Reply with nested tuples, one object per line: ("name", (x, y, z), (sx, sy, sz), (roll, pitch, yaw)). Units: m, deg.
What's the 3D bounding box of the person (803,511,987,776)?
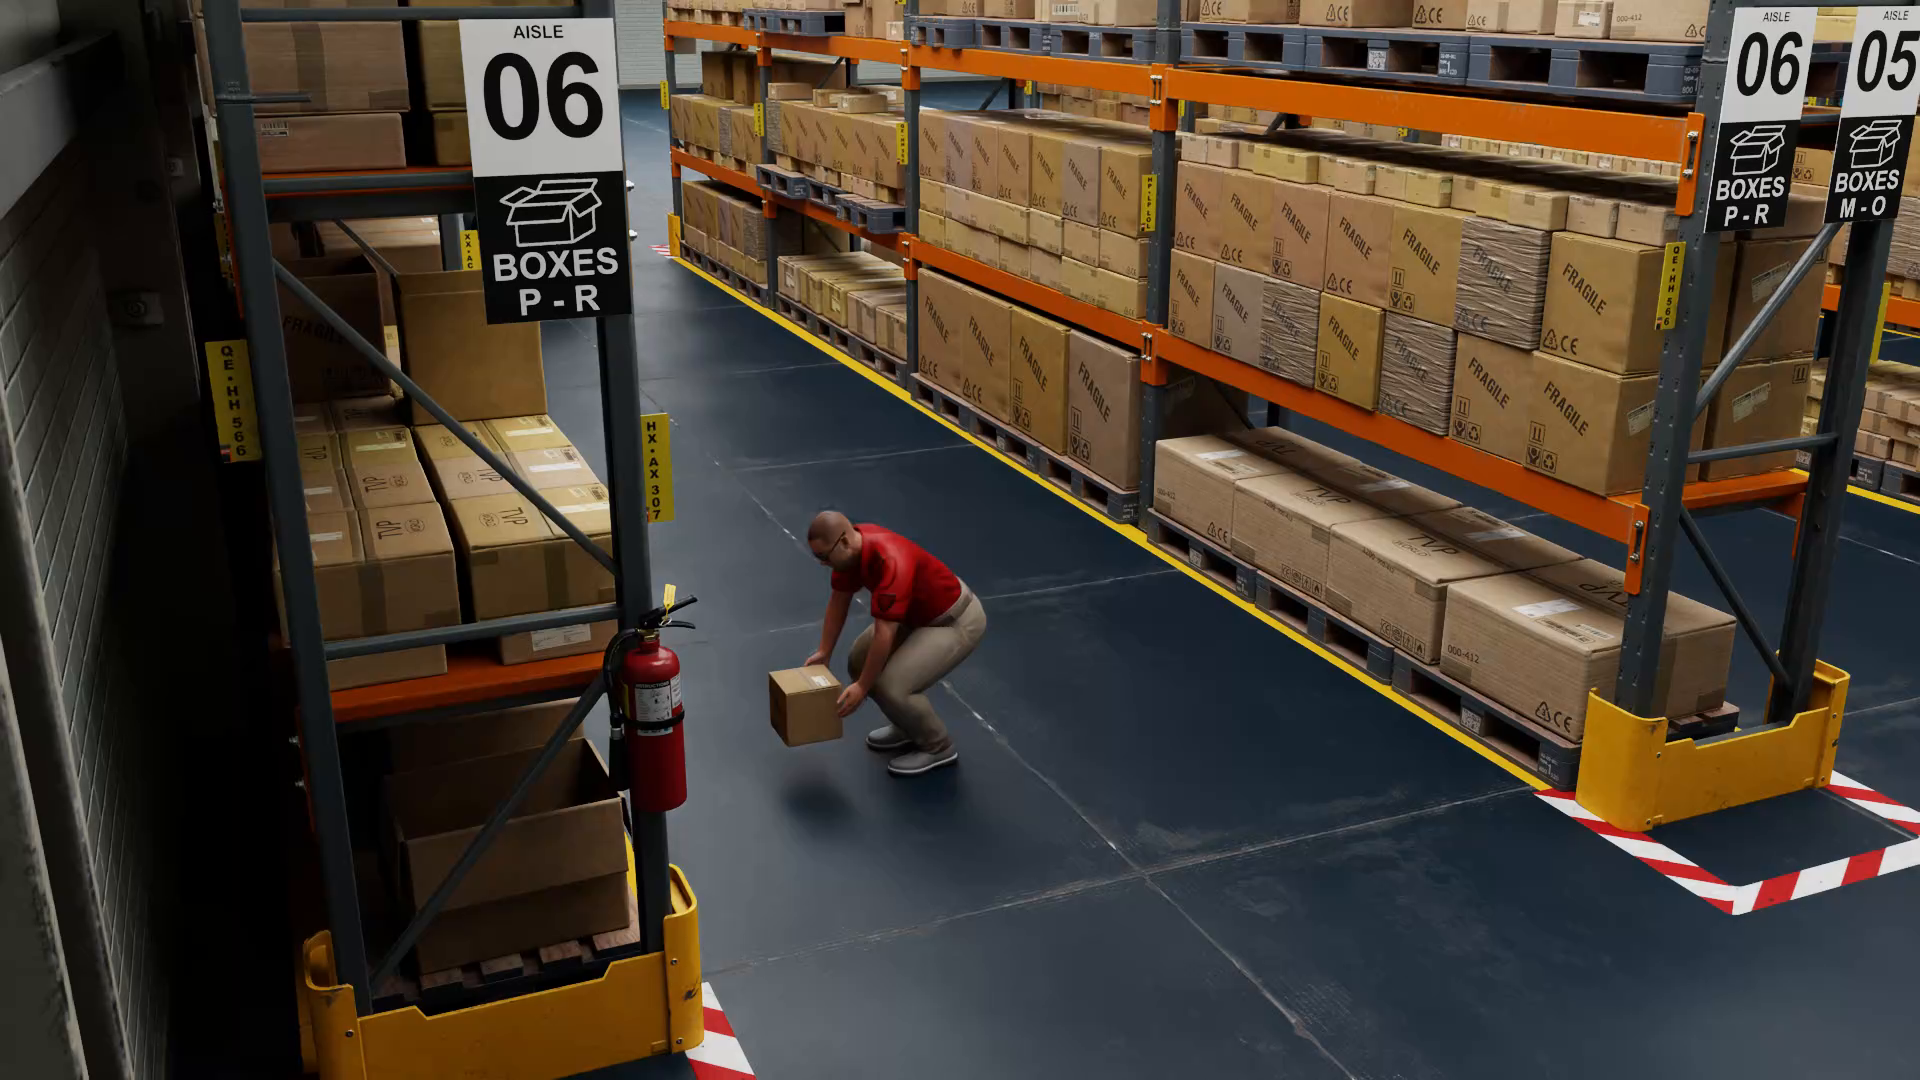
("person", (-0.269, 0.411, 7.195), (0.798, 1.208, 0.581), (-8, 20, -22))
